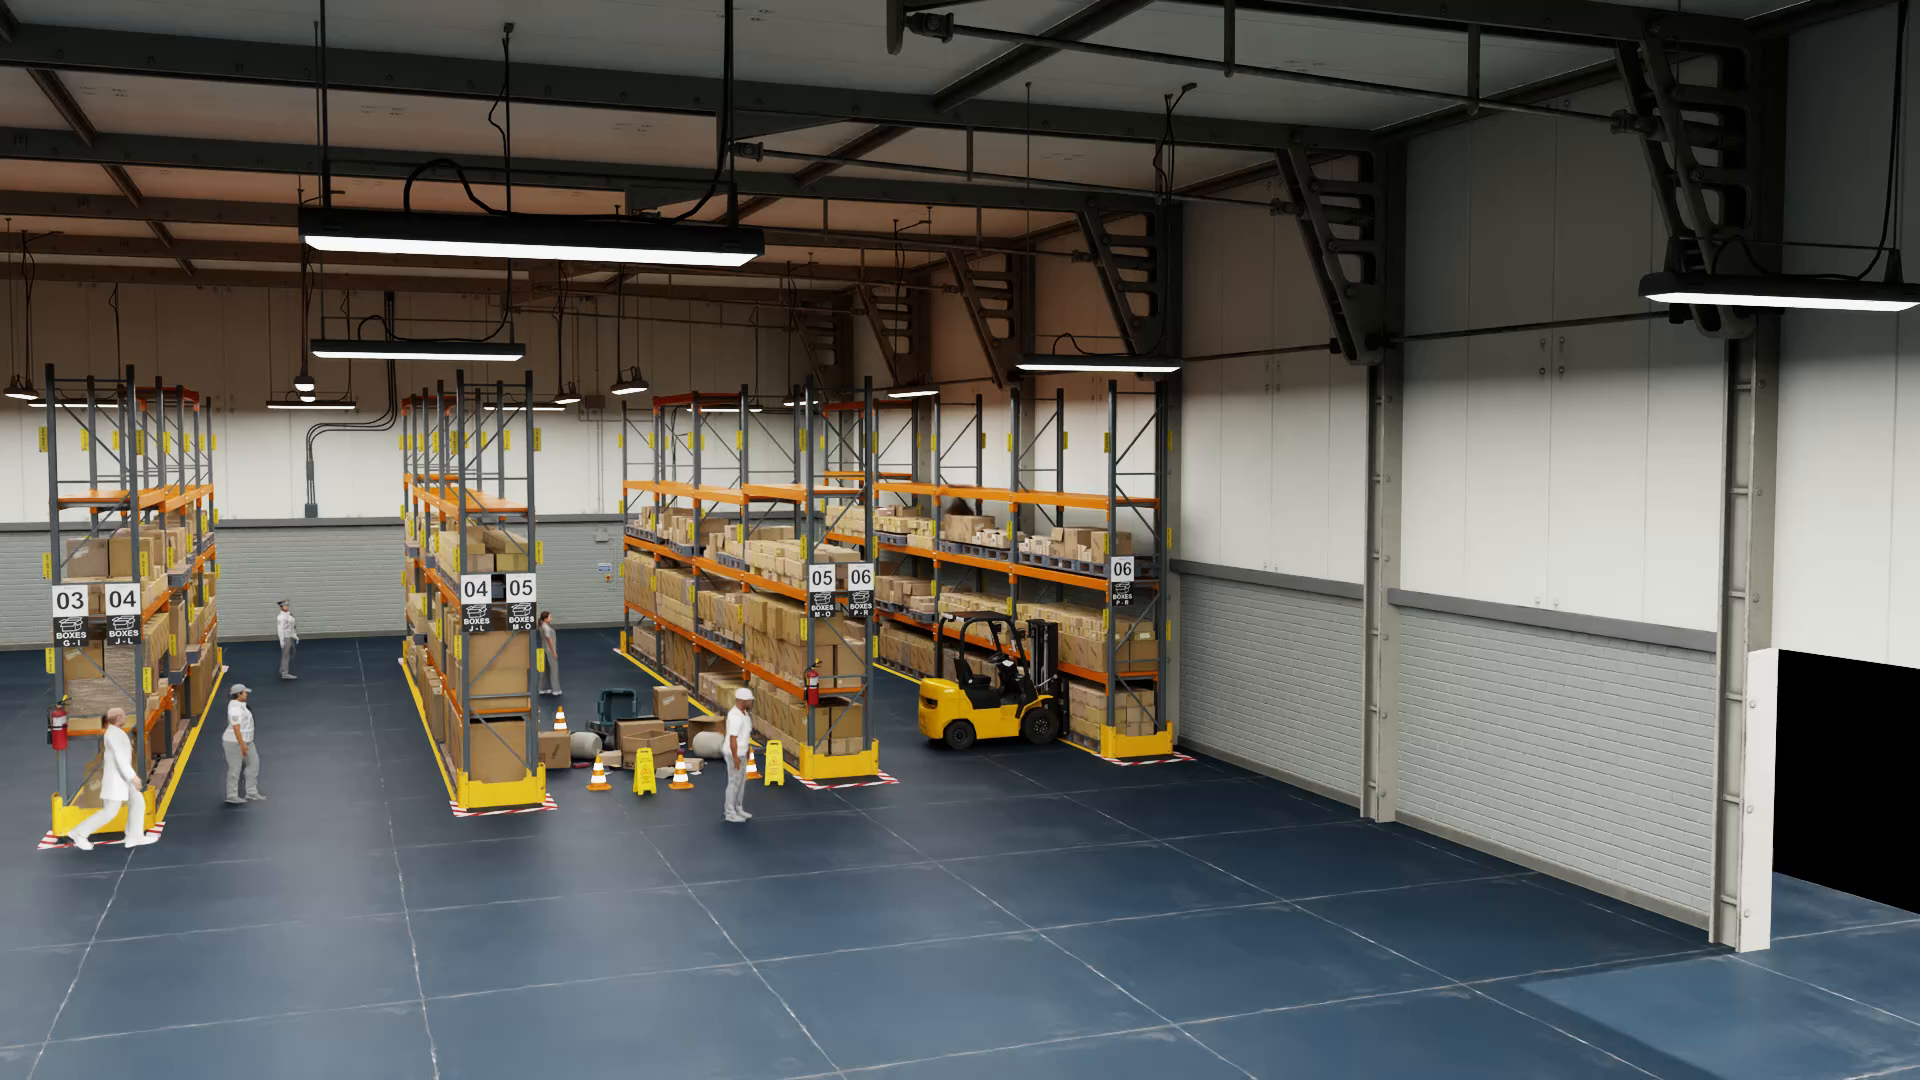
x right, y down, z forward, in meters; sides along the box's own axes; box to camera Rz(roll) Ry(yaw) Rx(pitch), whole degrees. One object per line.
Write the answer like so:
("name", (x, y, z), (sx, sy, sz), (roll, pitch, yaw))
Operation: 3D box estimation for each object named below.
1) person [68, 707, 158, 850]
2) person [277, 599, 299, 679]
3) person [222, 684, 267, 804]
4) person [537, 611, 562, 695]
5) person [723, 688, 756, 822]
("person", (-10.408, 2.924, 20.436), (0.962, 1.739, 0.611), (-1, 3, -17))
("person", (-14.258, 2.090, 35.269), (0.414, 1.693, 0.532), (-1, 3, -15))
("person", (-10.004, 2.845, 23.163), (0.491, 1.695, 0.515), (0, 3, 1))
("person", (-8.149, 2.237, 33.017), (0.503, 1.669, 0.431), (3, 4, 41))
("person", (-2.920, 2.835, 22.039), (0.448, 1.773, 0.603), (0, 3, 3))
